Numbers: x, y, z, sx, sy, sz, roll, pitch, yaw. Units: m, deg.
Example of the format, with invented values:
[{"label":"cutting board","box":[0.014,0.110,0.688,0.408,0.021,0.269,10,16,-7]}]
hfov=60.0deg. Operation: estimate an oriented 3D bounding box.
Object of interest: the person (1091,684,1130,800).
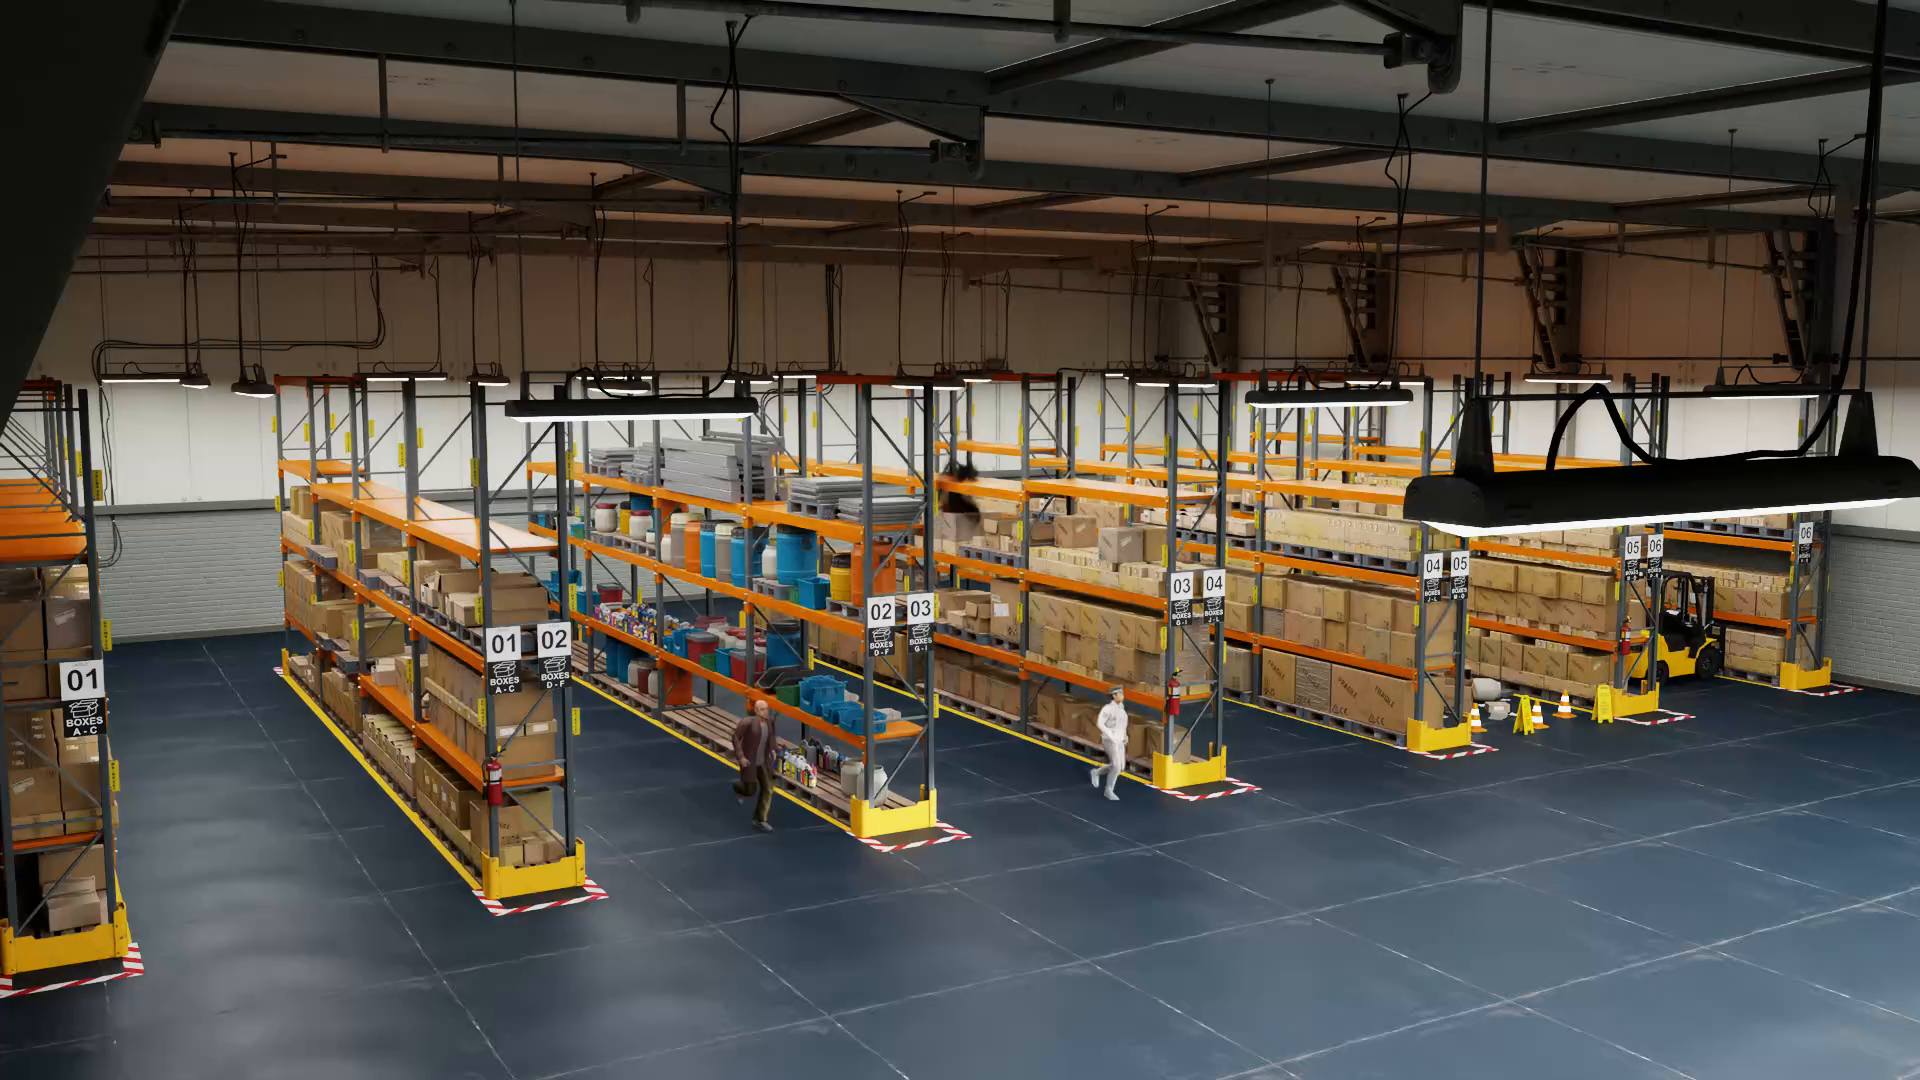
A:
[{"label":"person","box":[2.180,2.898,24.137,0.553,1.643,0.693,5,8,37]}]

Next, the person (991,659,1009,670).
[{"label":"person","box":[0.827,1.947,32.862,0.514,1.631,0.653,-4,7,-31]}]

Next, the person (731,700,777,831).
[{"label":"person","box":[-2.802,3.019,22.609,0.718,1.759,0.939,-5,8,-37]}]
